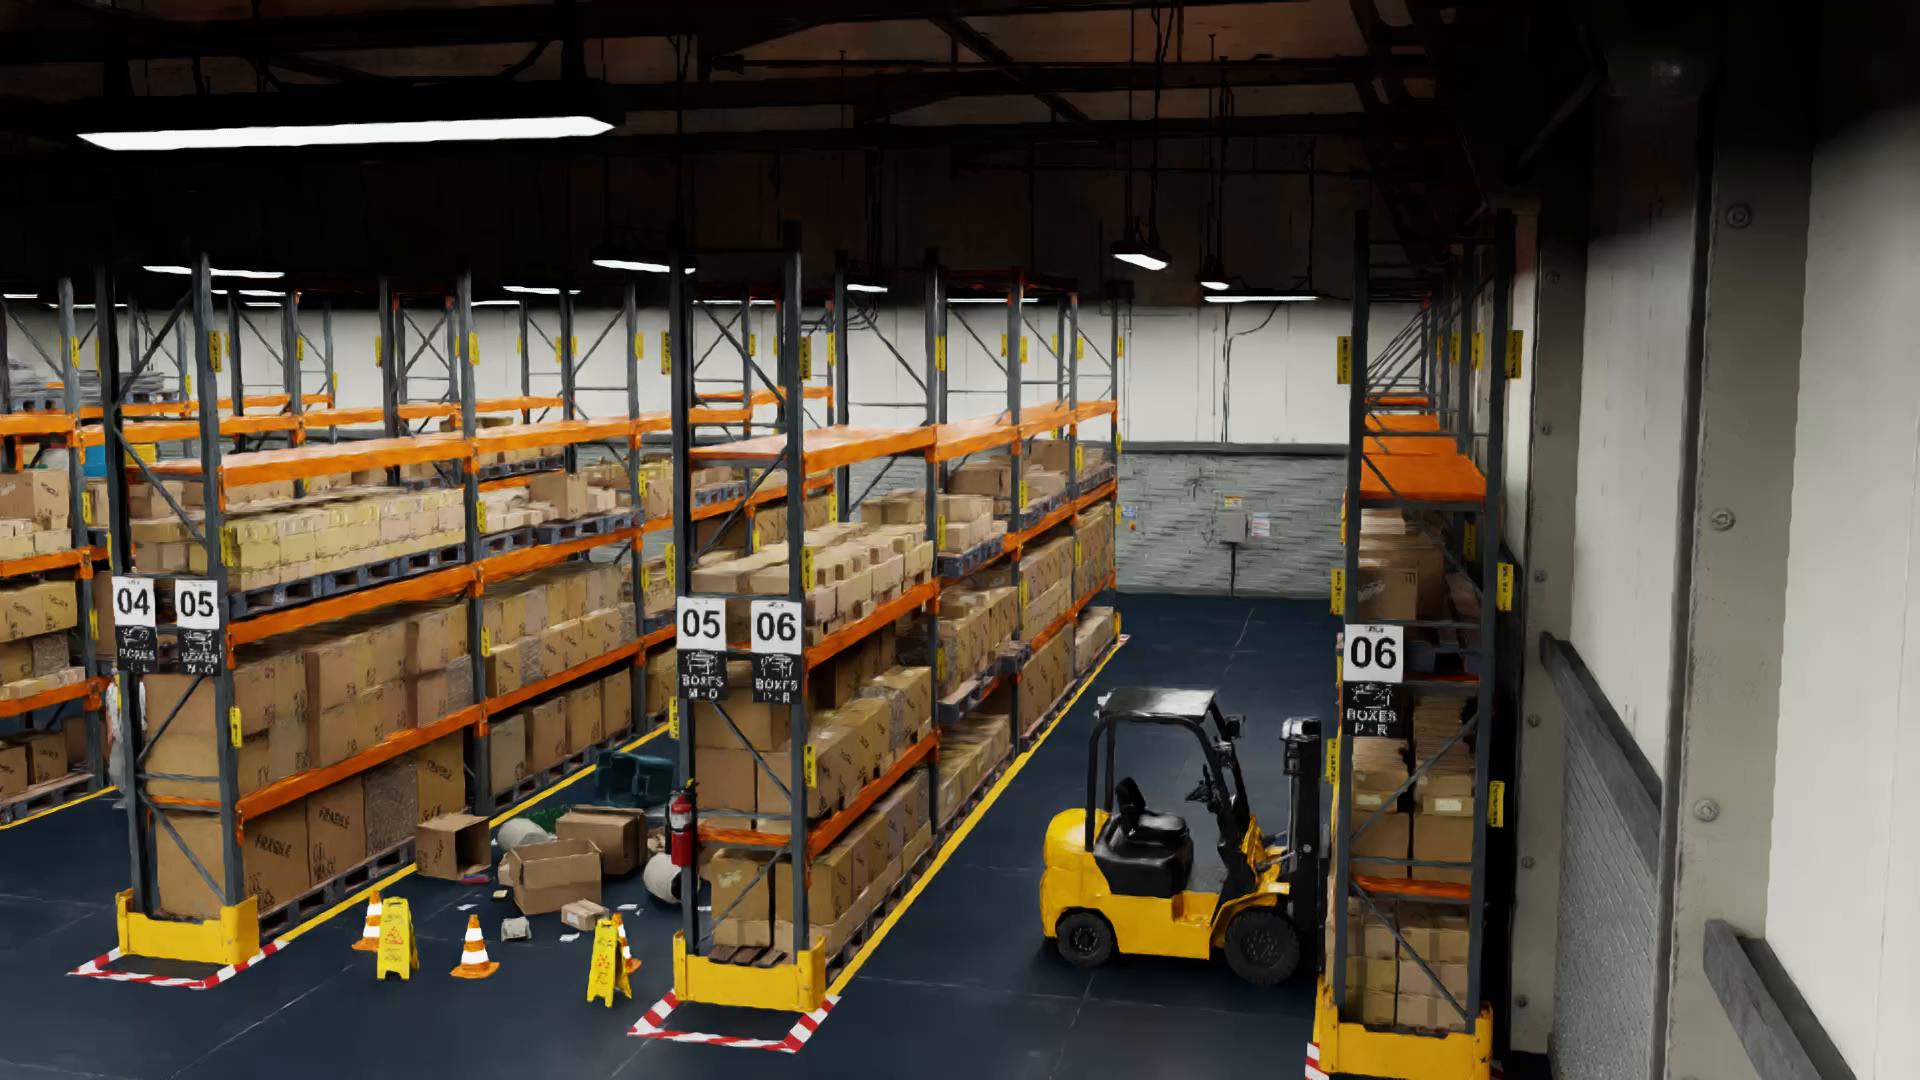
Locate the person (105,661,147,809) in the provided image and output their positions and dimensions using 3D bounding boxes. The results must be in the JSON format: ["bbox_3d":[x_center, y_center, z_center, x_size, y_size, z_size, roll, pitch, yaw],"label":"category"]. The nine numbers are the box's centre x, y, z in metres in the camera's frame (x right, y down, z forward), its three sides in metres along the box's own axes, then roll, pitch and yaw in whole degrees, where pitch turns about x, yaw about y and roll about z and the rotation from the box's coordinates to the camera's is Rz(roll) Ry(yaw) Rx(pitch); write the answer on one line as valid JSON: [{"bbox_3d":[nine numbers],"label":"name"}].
[{"bbox_3d":[-9.002,2.119,18.110,0.682,1.715,0.542,1,7,11],"label":"person"}]

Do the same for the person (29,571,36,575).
[{"bbox_3d":[-19.682,-0.042,35.657,0.567,1.736,1.044,2,7,13],"label":"person"}]

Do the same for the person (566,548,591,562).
[{"bbox_3d":[-8.028,0.059,34.936,0.575,1.689,1.128,1,7,12],"label":"person"}]
